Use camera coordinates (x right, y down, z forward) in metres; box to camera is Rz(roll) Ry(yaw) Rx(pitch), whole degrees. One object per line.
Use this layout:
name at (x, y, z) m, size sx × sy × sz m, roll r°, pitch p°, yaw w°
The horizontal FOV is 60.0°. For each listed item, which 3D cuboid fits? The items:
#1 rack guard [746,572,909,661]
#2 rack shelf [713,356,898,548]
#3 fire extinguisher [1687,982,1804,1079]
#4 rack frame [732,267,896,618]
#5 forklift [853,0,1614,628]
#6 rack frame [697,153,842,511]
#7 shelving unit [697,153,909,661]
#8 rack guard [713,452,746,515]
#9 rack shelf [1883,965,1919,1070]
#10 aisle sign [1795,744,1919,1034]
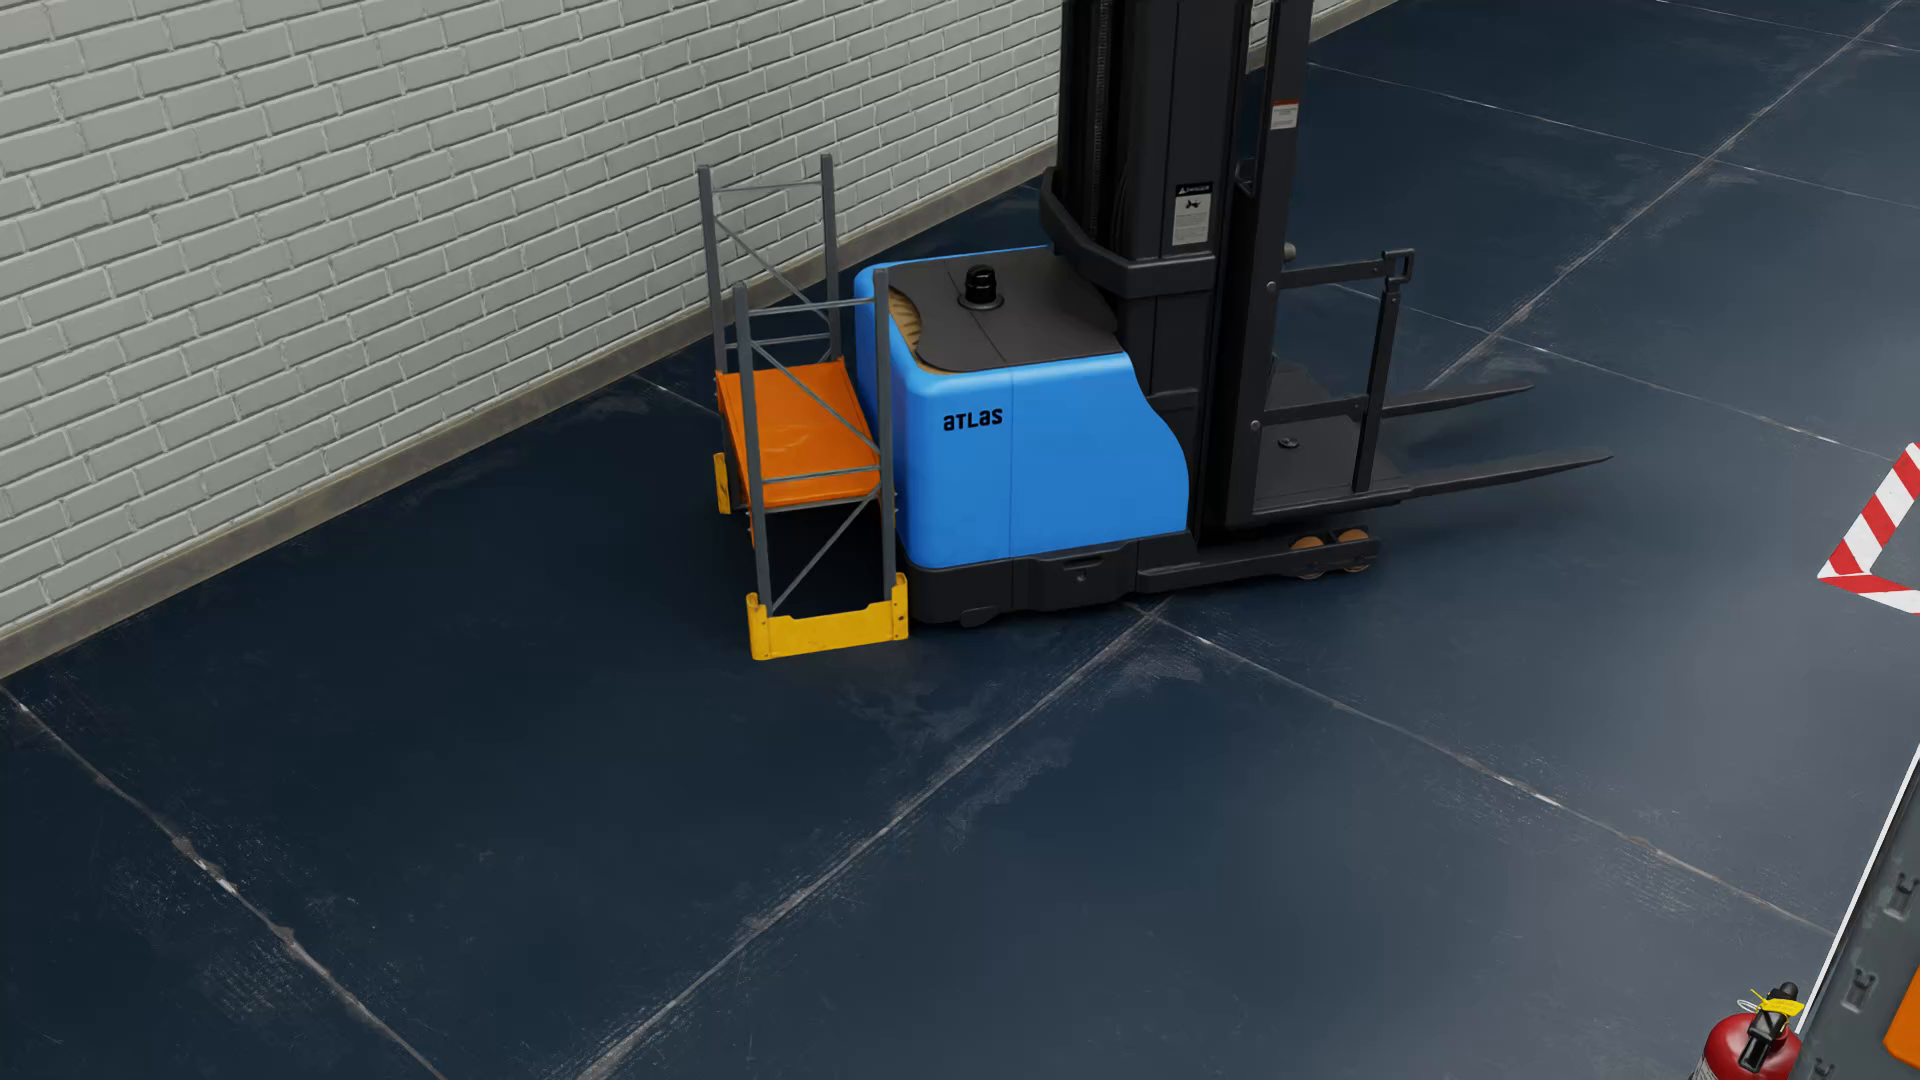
rack guard at (-0.484, 0.281, 6.120) m, size 0.587 × 0.250 × 0.087 m, roll -8°, pitch 35°, yaw -11°
rack shelf at (-0.599, -0.355, 6.259) m, size 0.538 × 0.185 × 1.000 m, roll -8°, pitch 35°, yaw -11°
fire extinguisher at (1.425, 1.009, 3.029) m, size 0.183 × 0.674 × 0.296 m, roll 25°, pitch 42°, yaw 32°
rack frame at (-0.479, -0.223, 5.750) m, size 0.500 × 1.500 × 0.032 m, roll -8°, pitch 35°, yaw -11°
forklift at (1.153, -1.334, 6.103) m, size 3.031 × 2.935 × 1.130 m, roll -9°, pitch 35°, yaw -12°
rack frame at (-0.719, -0.783, 6.565) m, size 0.500 × 1.500 × 0.032 m, roll -8°, pitch 35°, yaw -11°
shelving unit at (-0.601, -0.508, 6.165) m, size 0.587 × 1.500 × 1.083 m, roll -8°, pitch 35°, yaw -11°
rack guard at (-0.719, -0.267, 6.917) m, size 0.587 × 0.250 × 0.087 m, roll -8°, pitch 35°, yaw -11°
rack shelf at (2.787, 0.860, 0.833) m, size 4.000 × 0.370 × 1.077 m, roll 25°, pitch 42°, yaw 32°
aisle sign at (1.004, 0.107, 1.648) m, size 0.004 × 0.787 × 0.394 m, roll 25°, pitch 42°, yaw 32°
